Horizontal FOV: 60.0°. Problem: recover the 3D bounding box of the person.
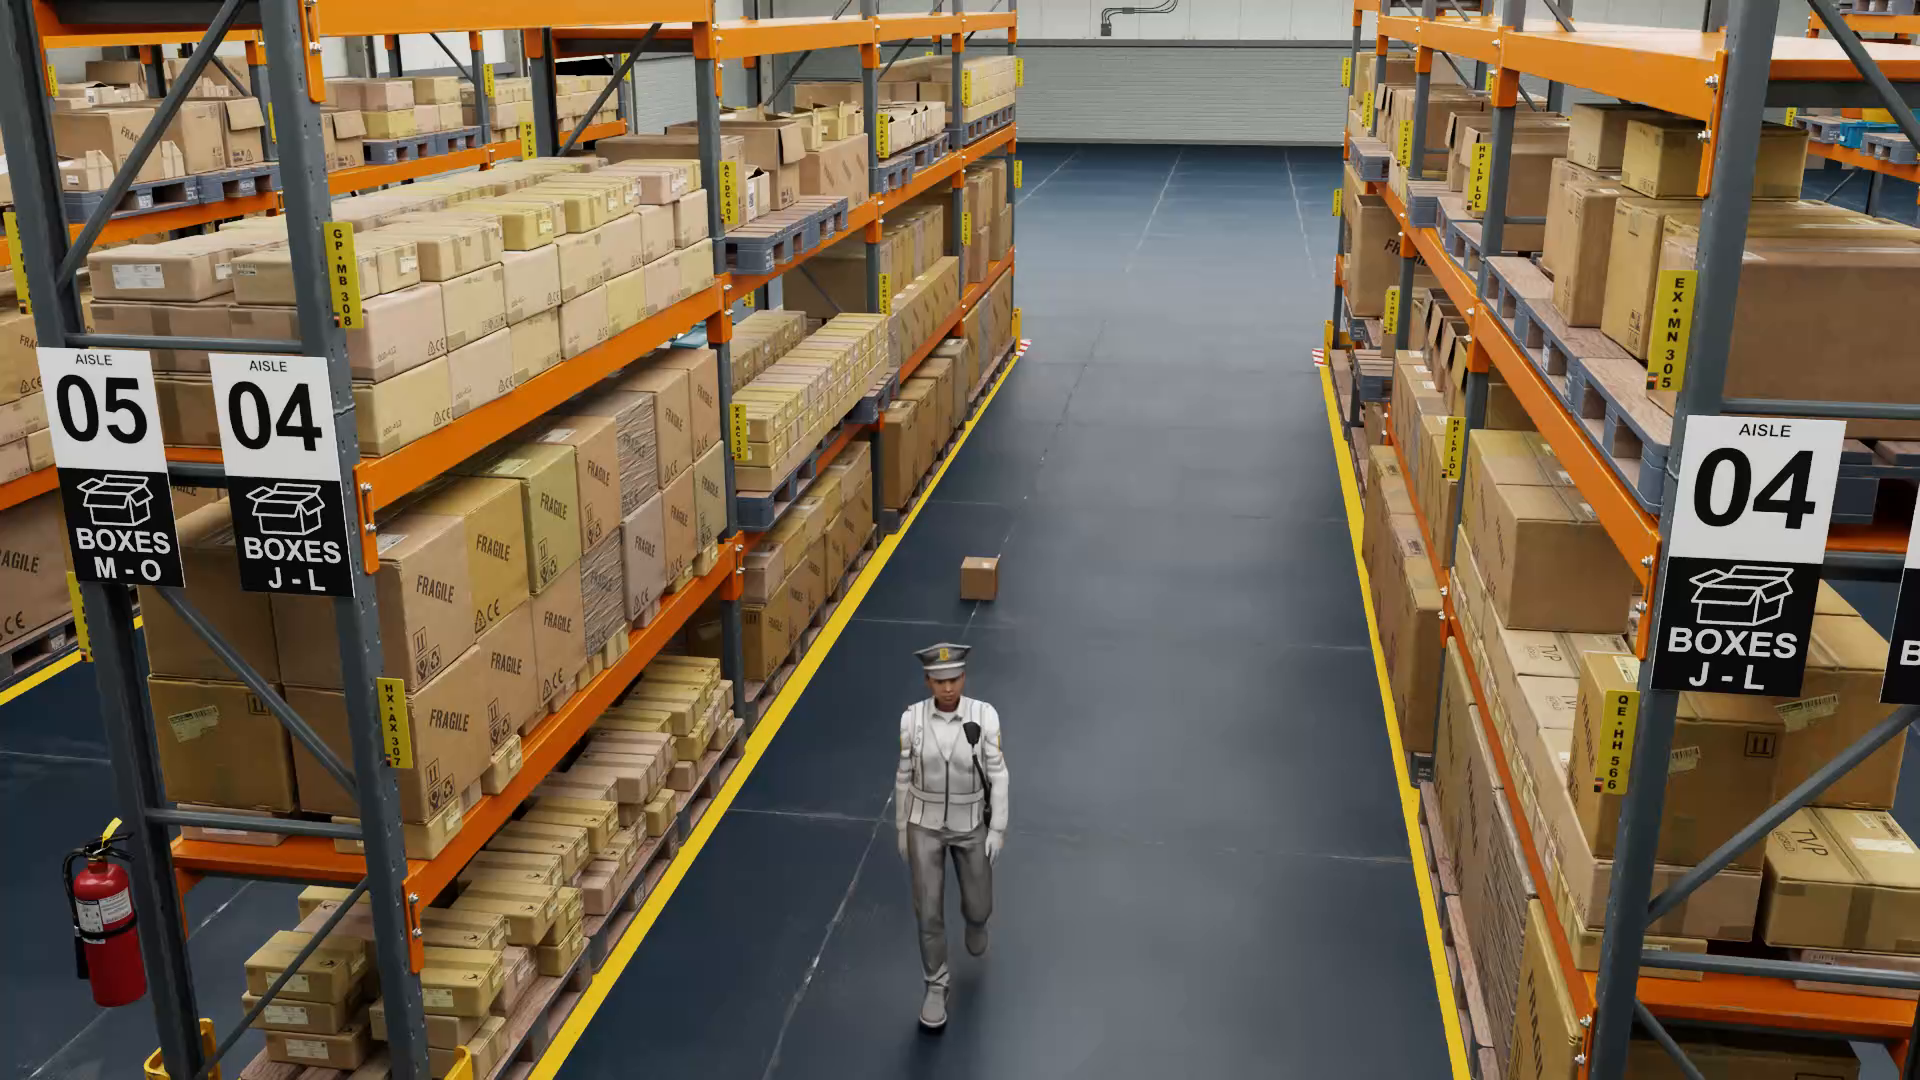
[{"bbox_3d":[-0.034,1.215,7.206,0.492,1.670,0.661,1,18,3],"label":"person"}]
